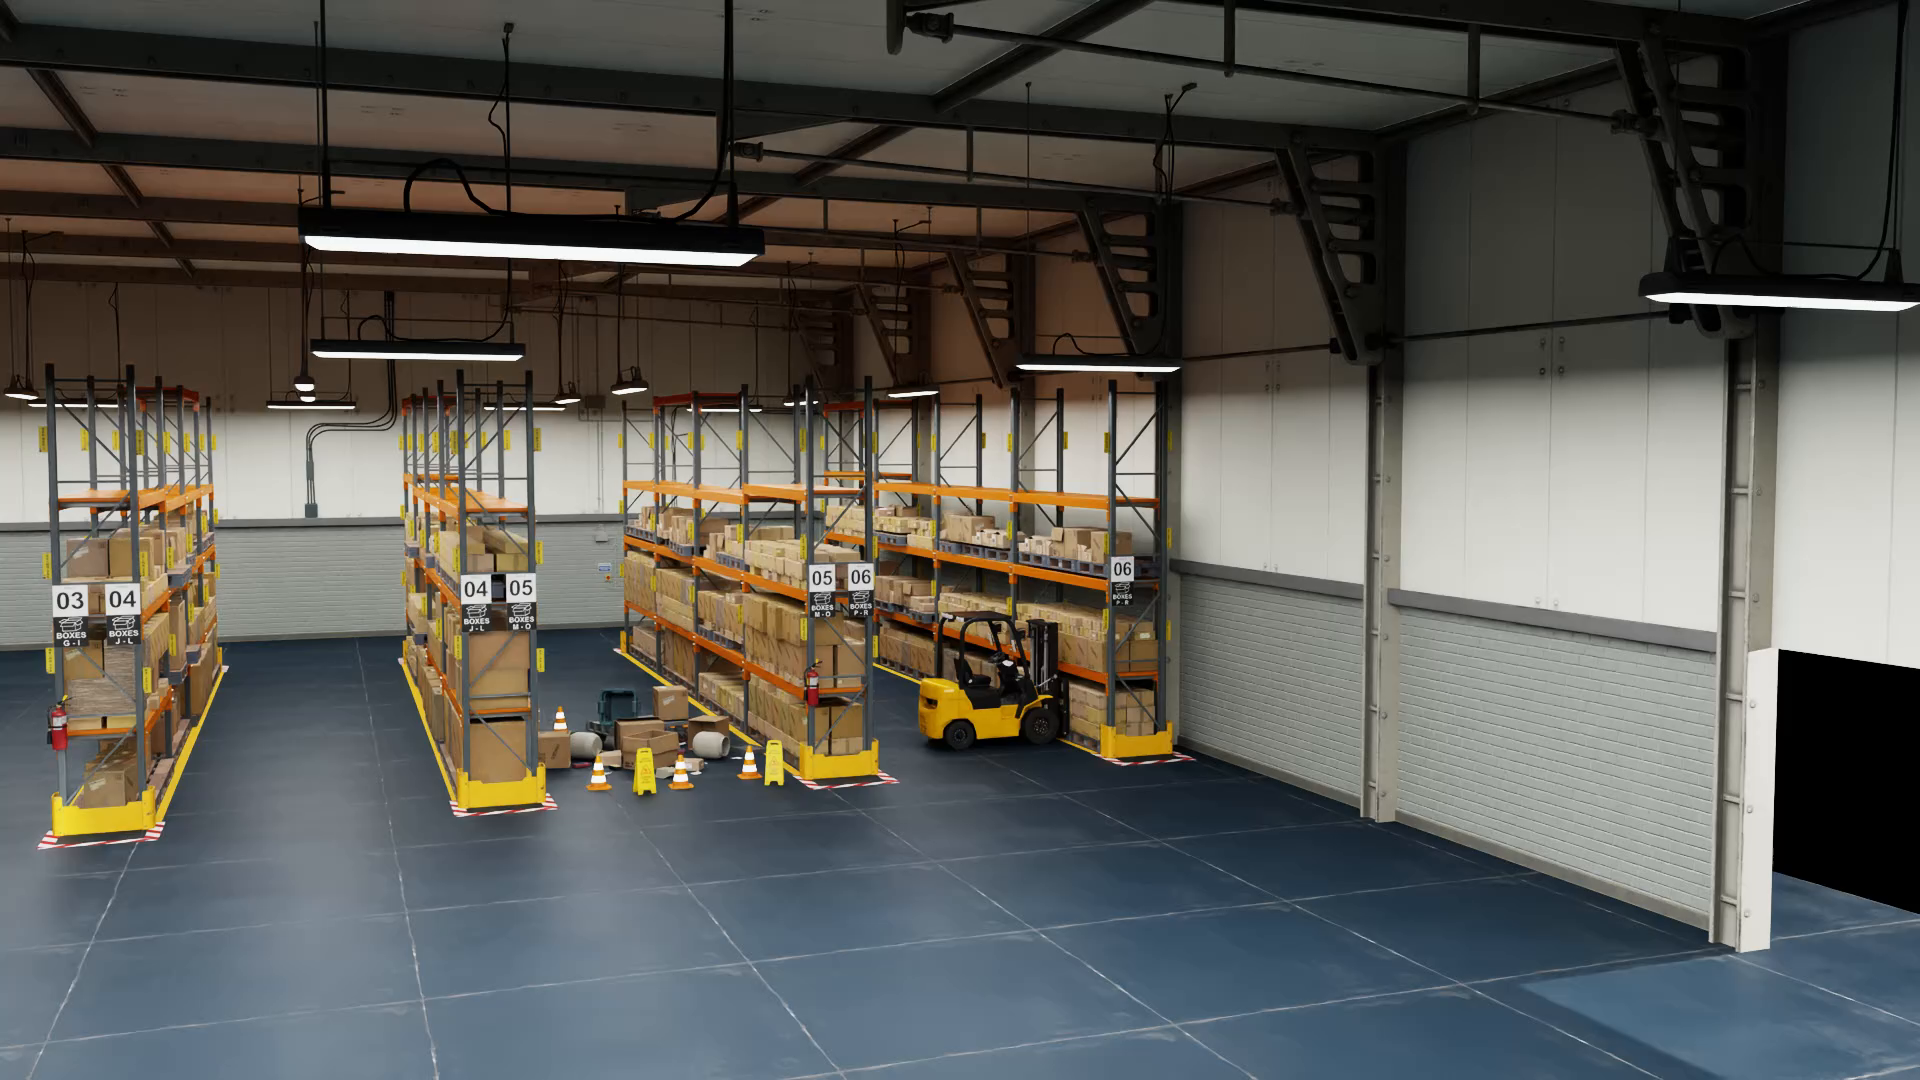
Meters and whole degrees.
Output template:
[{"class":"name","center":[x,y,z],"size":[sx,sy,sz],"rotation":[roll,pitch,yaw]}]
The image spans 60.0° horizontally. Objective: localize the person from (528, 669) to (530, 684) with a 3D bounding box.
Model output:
[{"class":"person","center":[-9.022,2.182,34.282],"size":[0.543,1.645,0.493],"rotation":[0,3,3]}]
